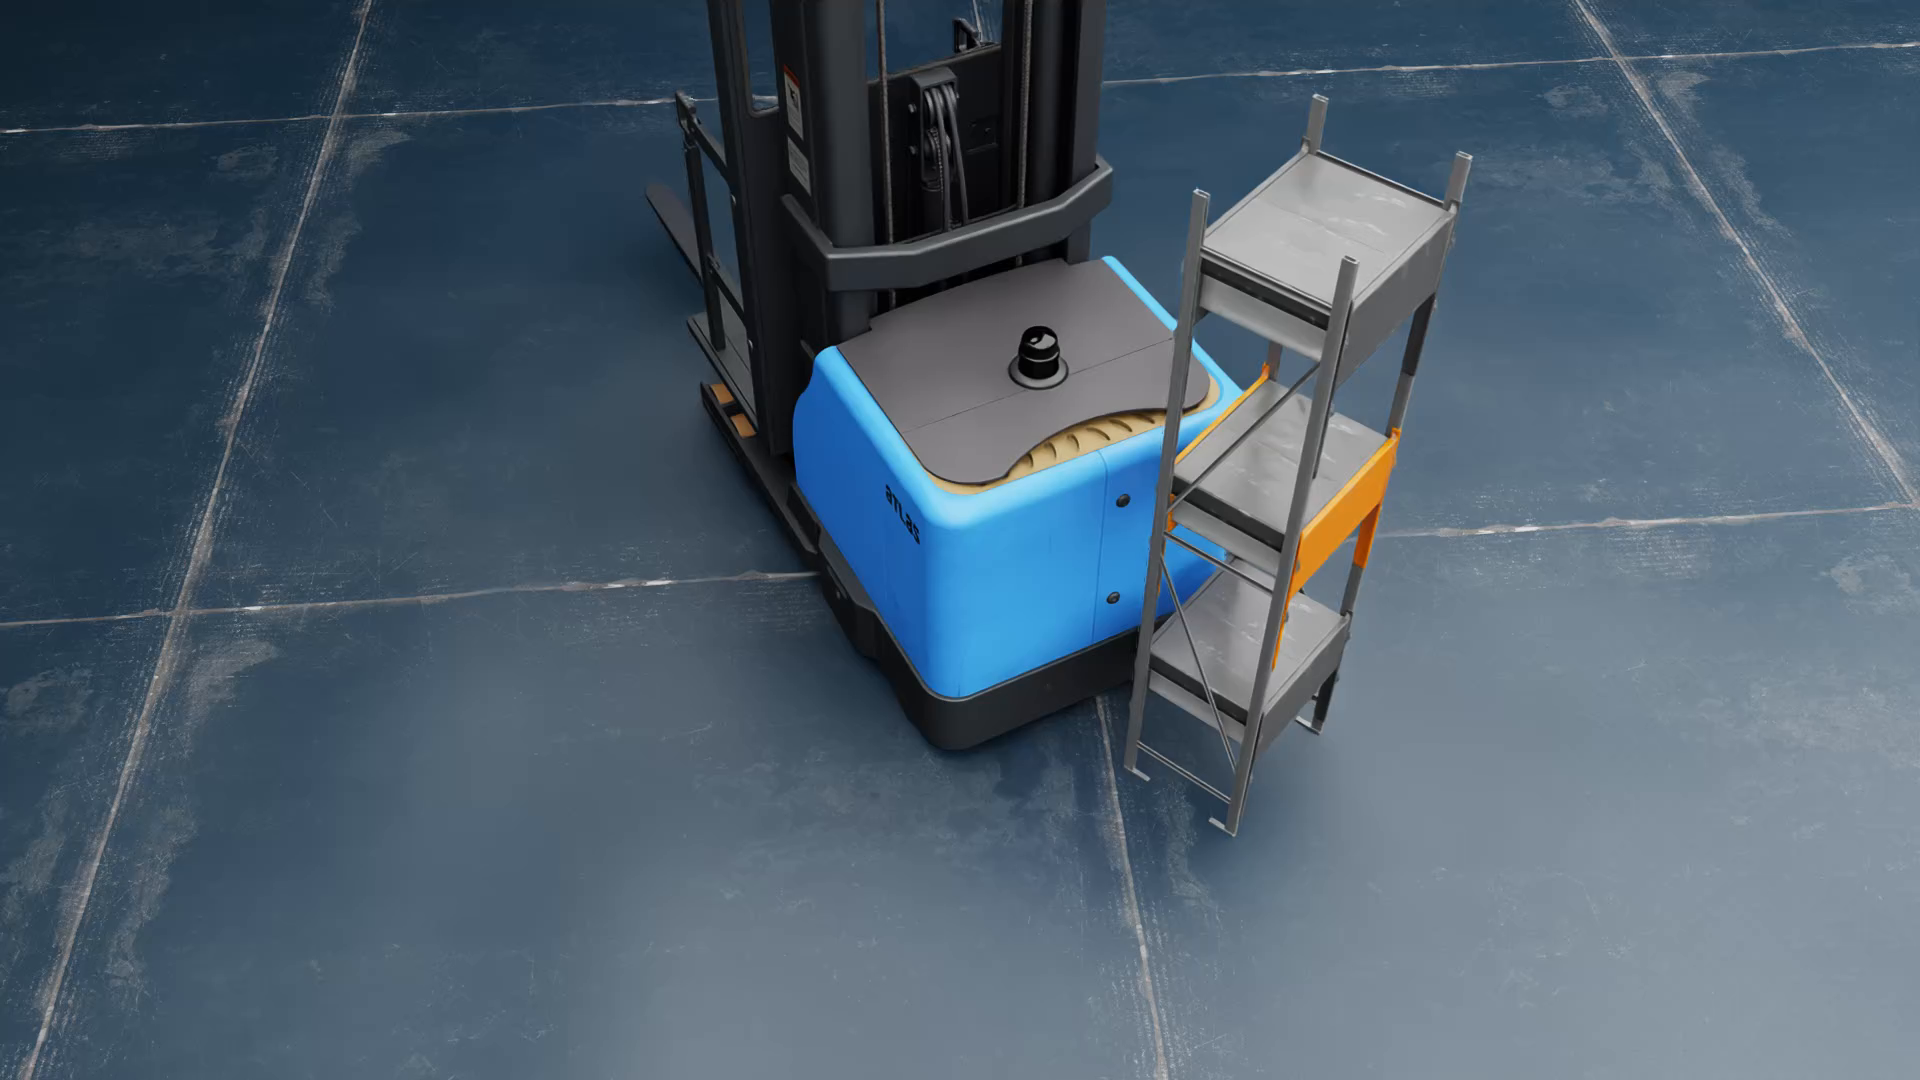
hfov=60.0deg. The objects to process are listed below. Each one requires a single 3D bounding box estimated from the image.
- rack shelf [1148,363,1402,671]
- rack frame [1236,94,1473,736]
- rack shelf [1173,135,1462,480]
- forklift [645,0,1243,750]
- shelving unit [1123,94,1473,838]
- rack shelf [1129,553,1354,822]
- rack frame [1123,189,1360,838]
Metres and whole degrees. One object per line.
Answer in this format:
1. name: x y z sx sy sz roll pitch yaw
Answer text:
1. rack shelf: 0.814 -0.064 4.383 0.431 0.518 0.480 31 54 26
2. rack frame: 0.969 -0.210 4.503 0.400 2.100 0.015 31 54 26
3. rack shelf: 0.814 -0.545 3.875 0.431 0.518 0.480 31 54 26
4. forklift: -0.295 -1.444 5.099 1.130 2.935 3.031 -21 50 -19
5. shelving unit: 0.814 -0.073 4.373 0.431 2.100 0.503 31 54 26
6. rack shelf: 0.814 0.417 4.892 0.431 0.518 0.480 31 54 26
7. rack frame: 0.659 0.063 4.244 0.400 2.100 0.015 31 54 26
